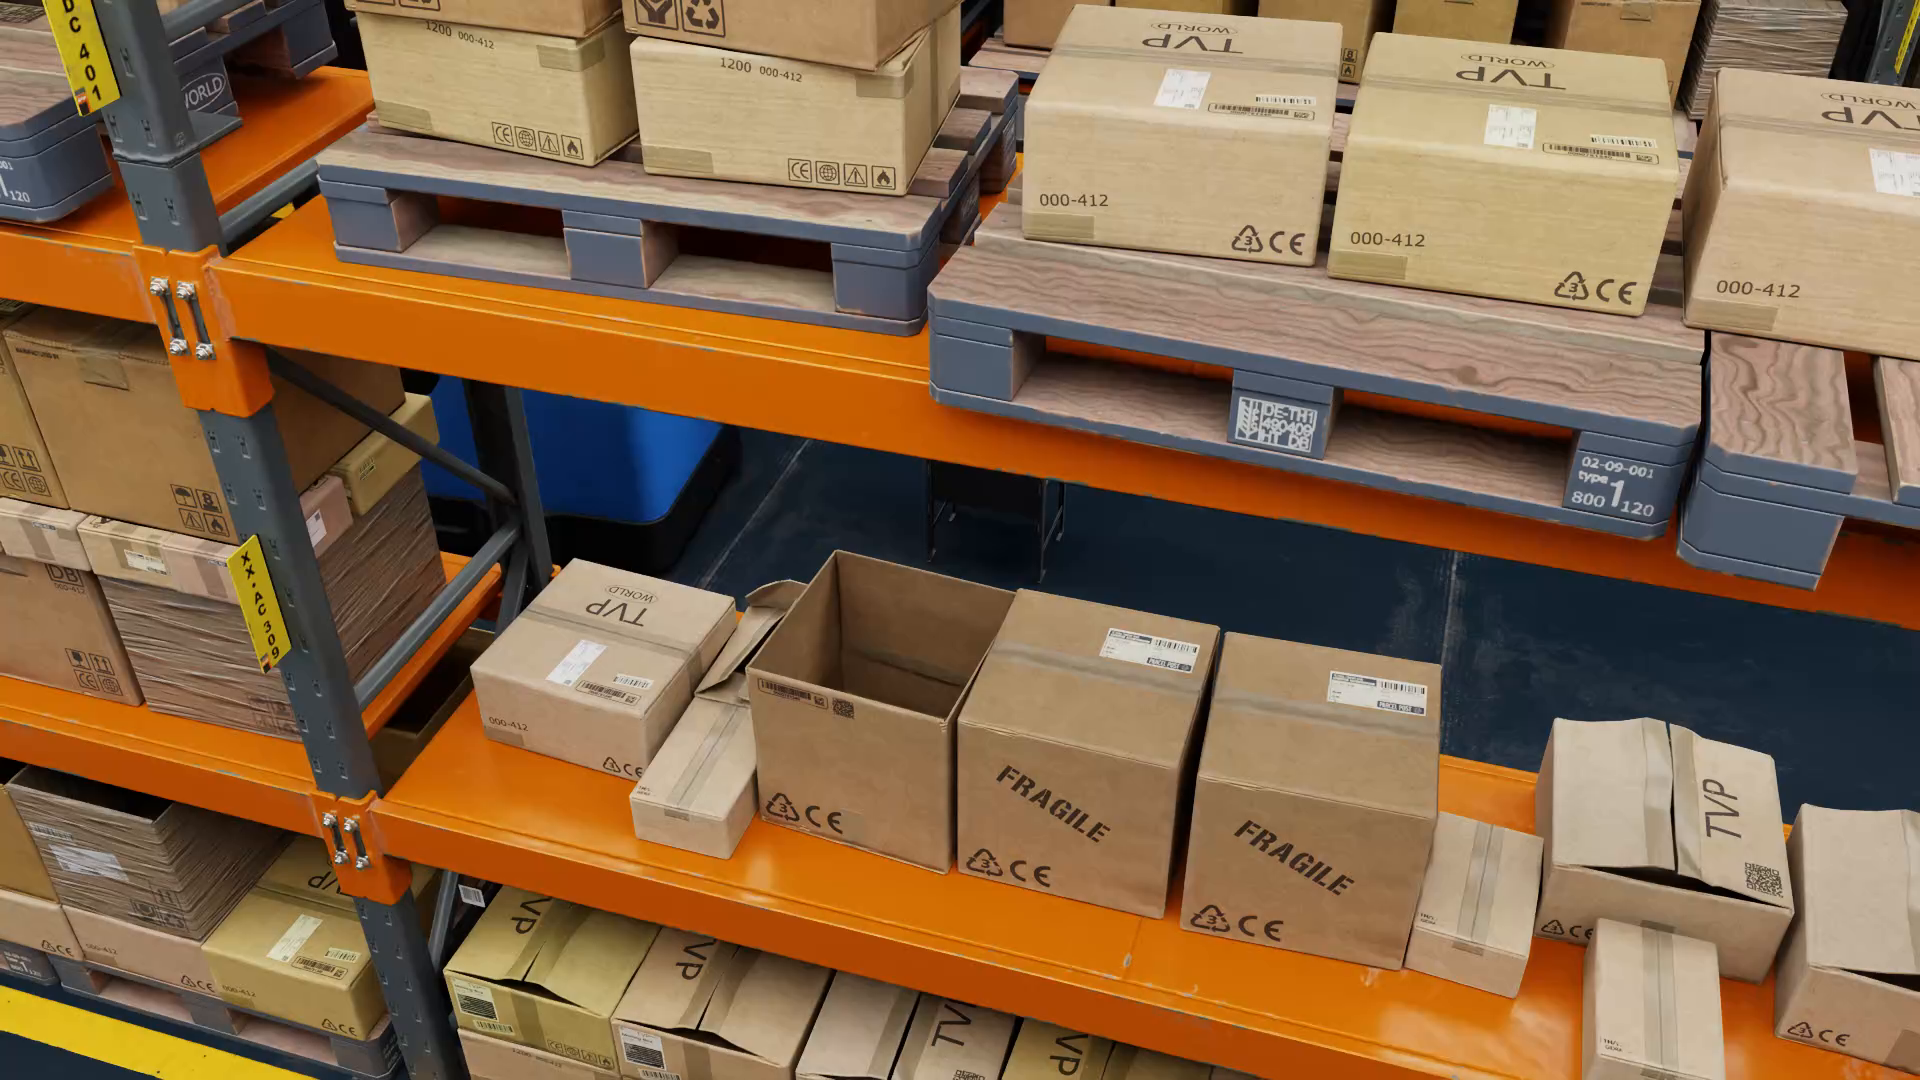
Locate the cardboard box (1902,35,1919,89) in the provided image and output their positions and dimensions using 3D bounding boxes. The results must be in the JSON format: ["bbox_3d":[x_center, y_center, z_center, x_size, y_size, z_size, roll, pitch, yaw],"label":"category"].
[{"bbox_3d":[4.417,-2.117,7.244,0.500,0.500,0.500,11,38,14],"label":"cardboard box"}]

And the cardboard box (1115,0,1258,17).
[{"bbox_3d":[1.077,-2.596,7.791,0.500,0.500,0.700,14,39,19],"label":"cardboard box"}]

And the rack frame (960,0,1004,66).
[{"bbox_3d":[0.070,-2.591,8.239,0.127,3.000,1.000,10,38,14],"label":"rack frame"}]

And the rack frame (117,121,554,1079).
[{"bbox_3d":[-1.404,0.213,4.430,0.127,3.000,1.000,10,38,14],"label":"rack frame"}]

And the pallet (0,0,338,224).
[{"bbox_3d":[-2.226,-1.096,3.752,1.213,0.211,1.003,10,38,14],"label":"pallet"}]

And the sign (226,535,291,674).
[{"bbox_3d":[-1.568,0.147,3.723,0.005,0.325,0.100,10,38,14],"label":"sign"}]

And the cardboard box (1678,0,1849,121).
[{"bbox_3d":[3.436,-2.178,7.224,0.500,0.500,0.700,6,37,8],"label":"cardboard box"}]

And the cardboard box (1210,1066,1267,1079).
[{"bbox_3d":[0.862,1.500,4.174,0.500,0.311,0.500,10,38,14],"label":"cardboard box"}]

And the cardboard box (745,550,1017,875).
[{"bbox_3d":[-0.173,0.411,4.077,0.500,0.500,0.500,13,38,17],"label":"cardboard box"}]

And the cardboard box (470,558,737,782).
[{"bbox_3d":[-0.921,0.336,4.390,0.500,0.250,0.500,13,38,17],"label":"cardboard box"}]

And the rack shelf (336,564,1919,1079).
[{"bbox_3d":[0.505,0.856,4.163,4.000,0.370,1.077,10,38,14],"label":"rack shelf"}]

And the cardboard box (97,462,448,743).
[{"bbox_3d":[-1.829,0.098,4.502,0.500,0.500,0.700,10,37,13],"label":"cardboard box"}]

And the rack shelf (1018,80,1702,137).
[{"bbox_3d":[1.979,-1.947,7.972,4.000,0.370,1.077,10,38,14],"label":"rack shelf"}]

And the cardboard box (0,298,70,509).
[{"bbox_3d":[-2.312,-0.513,4.238,0.500,0.500,0.700,10,38,14],"label":"cardboard box"}]

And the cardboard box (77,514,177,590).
[{"bbox_3d":[-1.963,-0.060,4.170,0.250,0.149,0.380,10,37,13],"label":"cardboard box"}]

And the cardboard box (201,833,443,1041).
[{"bbox_3d":[-1.912,1.193,5.064,0.500,0.250,0.500,10,38,14],"label":"cardboard box"}]

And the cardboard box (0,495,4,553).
[{"bbox_3d":[-2.464,-0.151,4.293,0.250,0.149,0.380,10,38,14],"label":"cardboard box"}]

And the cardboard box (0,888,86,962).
[{"bbox_3d":[-2.867,1.019,5.301,0.500,0.250,0.500,10,38,14],"label":"cardboard box"}]

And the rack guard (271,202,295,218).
[{"bbox_3d":[-3.676,-2.277,9.923,0.348,0.500,1.175,10,38,14],"label":"rack guard"}]

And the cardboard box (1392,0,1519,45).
[{"bbox_3d":[2.240,-2.386,7.506,0.500,0.500,0.700,10,38,14],"label":"cardboard box"}]

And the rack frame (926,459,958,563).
[{"bbox_3d":[-0.075,-0.860,6.646,0.015,2.100,0.400,10,38,14],"label":"rack frame"}]

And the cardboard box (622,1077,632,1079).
[{"bbox_3d":[-0.605,1.454,4.710,0.500,0.250,0.500,11,38,15],"label":"cardboard box"}]

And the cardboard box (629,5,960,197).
[{"bbox_3d":[-0.293,-0.894,3.176,0.500,0.250,0.500,7,37,9],"label":"cardboard box"}]

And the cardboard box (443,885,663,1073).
[{"bbox_3d":[-1.084,1.139,4.664,0.500,0.311,0.500,11,38,14],"label":"cardboard box"}]

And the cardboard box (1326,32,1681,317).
[{"bbox_3d":[0.916,-0.635,2.824,0.500,0.250,0.500,10,37,13],"label":"cardboard box"}]

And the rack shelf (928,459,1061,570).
[{"bbox_3d":[0.158,-0.242,7.011,0.480,0.518,0.431,10,38,14],"label":"rack shelf"}]

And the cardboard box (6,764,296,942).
[{"bbox_3d":[-2.385,0.796,4.971,0.500,0.500,0.500,10,38,14],"label":"cardboard box"}]

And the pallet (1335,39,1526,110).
[{"bbox_3d":[1.986,-2.133,7.779,1.213,0.211,1.003,10,38,14],"label":"pallet"}]

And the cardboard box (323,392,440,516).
[{"bbox_3d":[-1.602,-0.246,4.422,0.250,0.149,0.380,10,38,14],"label":"cardboard box"}]

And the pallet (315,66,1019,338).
[{"bbox_3d":[-0.558,-0.770,3.396,1.217,0.209,0.805,9,37,12],"label":"pallet"}]

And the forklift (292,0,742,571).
[{"bbox_3d":[-2.582,-1.485,6.795,3.031,2.935,1.130,8,37,10],"label":"forklift"}]

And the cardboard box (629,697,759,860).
[{"bbox_3d":[-0.619,0.586,4.135,0.250,0.149,0.380,10,38,14],"label":"cardboard box"}]

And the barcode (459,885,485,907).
[{"bbox_3d":[-1.284,0.936,4.375,0.075,0.075,0.001,10,38,14],"label":"barcode"}]

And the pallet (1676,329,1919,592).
[{"bbox_3d":[1.740,-0.281,2.731,1.003,0.211,1.213,12,38,16],"label":"pallet"}]

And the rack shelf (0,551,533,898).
[{"bbox_3d":[-3.313,0.149,5.124,4.000,0.370,1.077,10,38,14],"label":"rack shelf"}]

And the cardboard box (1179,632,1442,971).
[{"bbox_3d":[0.808,0.592,3.830,0.500,0.500,0.500,9,37,11],"label":"cardboard box"}]

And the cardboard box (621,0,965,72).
[{"bbox_3d":[-0.276,-1.187,2.941,0.500,0.500,0.500,14,39,18],"label":"cardboard box"}]

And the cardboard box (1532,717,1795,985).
[{"bbox_3d":[1.618,0.688,3.860,0.500,0.311,0.500,10,38,13],"label":"cardboard box"}]

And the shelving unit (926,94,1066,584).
[{"bbox_3d":[0.158,-0.816,6.588,0.503,2.100,0.431,10,38,14],"label":"shelving unit"}]

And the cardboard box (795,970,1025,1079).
[{"bbox_3d":[-0.113,1.322,4.416,0.500,0.311,0.500,9,37,12],"label":"cardboard box"}]

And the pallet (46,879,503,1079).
[{"bbox_3d":[-2.150,1.172,5.480,1.213,0.211,1.003,10,38,14],"label":"pallet"}]
